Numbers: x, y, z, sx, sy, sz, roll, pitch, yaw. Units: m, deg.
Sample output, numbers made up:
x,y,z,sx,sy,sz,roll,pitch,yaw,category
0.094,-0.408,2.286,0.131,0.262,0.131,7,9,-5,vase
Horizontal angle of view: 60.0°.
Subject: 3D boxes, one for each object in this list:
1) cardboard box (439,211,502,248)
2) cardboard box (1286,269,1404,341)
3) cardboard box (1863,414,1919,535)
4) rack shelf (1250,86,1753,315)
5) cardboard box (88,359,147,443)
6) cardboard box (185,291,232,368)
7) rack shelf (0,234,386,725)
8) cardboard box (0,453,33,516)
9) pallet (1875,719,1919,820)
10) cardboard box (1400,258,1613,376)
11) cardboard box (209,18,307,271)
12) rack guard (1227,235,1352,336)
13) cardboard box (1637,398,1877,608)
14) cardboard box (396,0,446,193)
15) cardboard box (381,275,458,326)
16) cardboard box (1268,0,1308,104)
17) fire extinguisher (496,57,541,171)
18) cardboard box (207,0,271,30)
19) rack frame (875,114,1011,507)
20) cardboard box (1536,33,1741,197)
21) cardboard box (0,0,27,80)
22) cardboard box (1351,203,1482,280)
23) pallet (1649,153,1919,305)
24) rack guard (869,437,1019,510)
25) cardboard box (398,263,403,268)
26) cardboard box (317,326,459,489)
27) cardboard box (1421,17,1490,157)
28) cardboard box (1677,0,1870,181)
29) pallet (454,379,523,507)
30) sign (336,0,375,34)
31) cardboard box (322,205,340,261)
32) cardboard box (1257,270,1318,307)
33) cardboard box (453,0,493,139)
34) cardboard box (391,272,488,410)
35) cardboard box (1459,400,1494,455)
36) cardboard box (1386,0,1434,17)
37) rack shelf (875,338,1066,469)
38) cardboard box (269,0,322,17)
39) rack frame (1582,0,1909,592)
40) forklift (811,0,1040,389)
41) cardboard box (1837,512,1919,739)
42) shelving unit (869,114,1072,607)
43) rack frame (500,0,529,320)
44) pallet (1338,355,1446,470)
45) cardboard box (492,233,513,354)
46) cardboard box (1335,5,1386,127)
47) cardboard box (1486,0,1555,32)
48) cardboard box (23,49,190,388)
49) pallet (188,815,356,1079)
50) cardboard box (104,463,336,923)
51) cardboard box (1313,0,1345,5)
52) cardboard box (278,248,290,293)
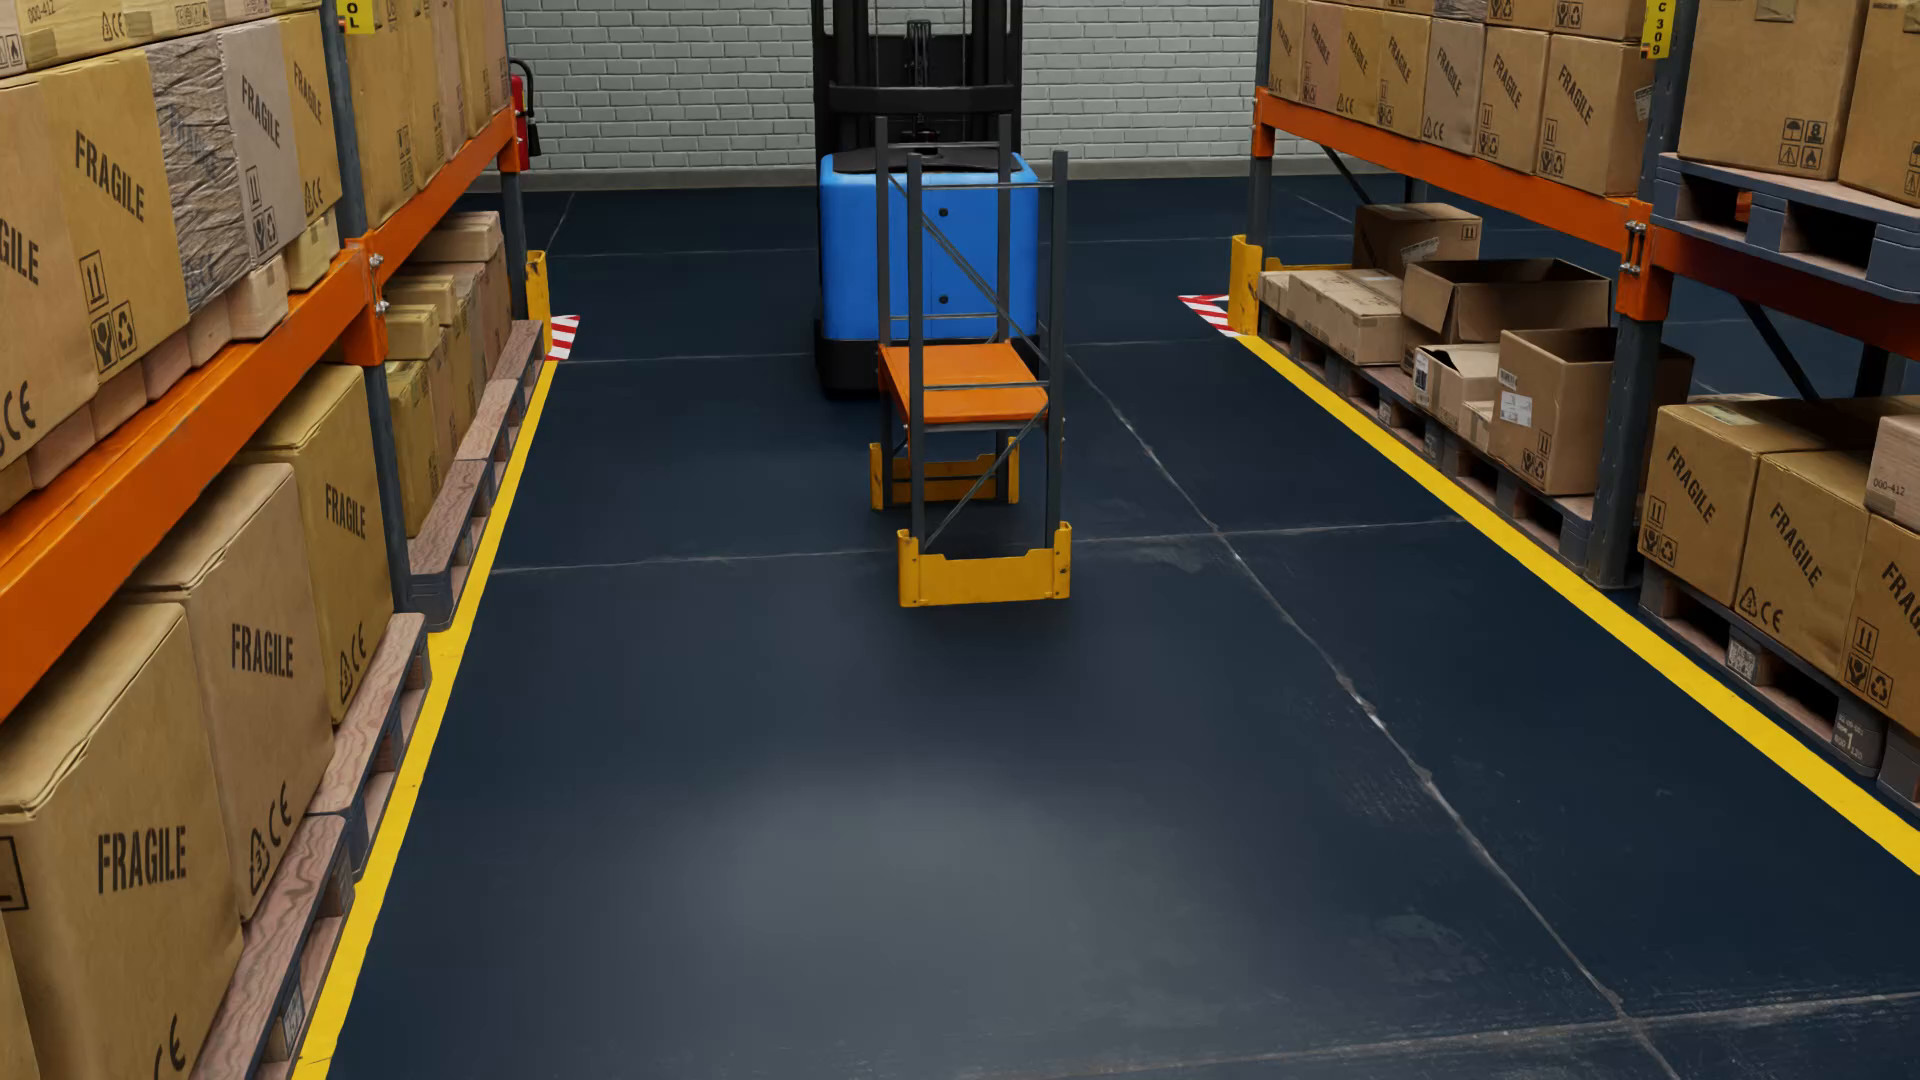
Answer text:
x,y,z,sx,sy,sz,roll,pitch,yaw,category
-2.388,-1.462,7.890,0.380,0.149,0.250,-3,21,-8,cardboard box
1.985,-1.199,8.440,0.500,0.250,0.500,-3,21,-8,cardboard box
2.664,-0.132,4.155,0.500,0.250,0.500,-3,21,-8,cardboard box
2.403,-1.627,7.314,1.077,0.370,4.000,-3,21,-8,rack shelf
-1.714,-0.275,2.995,0.380,0.149,0.250,-2,21,-6,cardboard box
-1.763,-0.455,3.477,0.380,0.149,0.250,-3,21,-8,cardboard box
-1.922,0.009,2.933,1.077,0.370,4.000,-3,21,-8,rack shelf
-1.665,-0.097,2.519,0.380,0.149,0.250,-3,21,-7,cardboard box
3.025,0.738,3.939,1.003,0.211,1.213,-3,21,-8,pallet
2.416,-0.959,7.435,0.797,0.503,0.637,-3,21,-8,cardboard box
-1.811,-0.893,3.723,0.500,0.500,0.500,-3,21,-7,cardboard box
2.126,-1.459,9.409,1.175,0.500,0.348,-3,21,-8,rack guard
2.520,-0.127,5.213,0.500,0.500,0.500,-4,21,-10,cardboard box
-2.372,-1.603,5.791,0.980,0.700,0.700,-3,21,-9,cardboard box
-2.160,-0.923,6.445,0.380,0.149,0.250,-4,21,-9,cardboard box
1.918,-2.537,8.577,0.500,0.500,0.500,-2,21,-7,cardboard box
-2.352,-2.270,8.650,0.296,0.674,0.183,-3,21,-8,fire extinguisher
-1.825,-1.241,3.584,0.500,0.250,0.500,-2,21,-7,cardboard box
-0.061,-0.849,6.346,0.500,1.500,0.032,-3,21,-8,rack frame
2.366,-1.479,5.745,0.500,0.500,0.500,-3,21,-7,cardboard box
-1.598,-0.712,2.166,0.500,0.250,0.500,-3,21,-7,cardboard box
2.437,-1.516,8.932,0.500,0.500,0.500,-3,21,-8,cardboard box
2.699,-0.900,4.612,1.003,0.211,1.213,-3,21,-8,pallet
-0.061,-0.263,6.563,0.587,0.250,0.087,-3,21,-8,rack guard
-2.693,-1.269,7.372,0.380,0.149,0.250,-3,21,-7,cardboard box
-2.285,-0.484,6.199,0.700,0.500,0.500,-3,21,-8,cardboard box
2.214,-1.835,6.699,0.500,0.500,0.500,-2,21,-7,cardboard box
2.538,-1.340,4.774,0.700,0.500,0.500,-10,23,-26,cardboard box
-2.421,-0.405,6.998,1.003,0.211,1.213,-3,21,-8,pallet
-1.674,-1.557,4.555,0.100,0.325,0.005,-3,21,-8,sign
-1.881,-0.809,4.427,0.380,0.149,0.250,-3,21,-7,cardboard box
1.835,-1.365,9.029,0.380,0.149,0.250,-3,21,-8,cardboard box
-2.587,-2.119,7.173,0.980,0.700,0.700,-3,21,-8,cardboard box
-2.441,-0.847,7.168,0.700,0.500,0.500,-4,21,-10,cardboard box
2.215,-0.452,6.585,0.380,0.149,0.250,-3,21,-8,cardboard box
2.142,-2.475,6.984,0.500,0.500,0.500,-3,21,-8,cardboard box
0.012,-0.505,5.938,0.538,0.185,1.000,-3,21,-8,rack shelf
-1.889,-1.419,4.059,0.500,0.250,0.500,-2,21,-6,cardboard box
2.692,-1.272,5.334,1.000,3.000,0.127,-3,21,-8,rack frame
-0.240,-2.563,8.890,1.130,2.935,3.031,-1,21,-4,forklift
2.673,0.231,4.256,0.500,0.500,0.500,-3,21,-7,cardboard box
0.011,-0.676,5.883,0.587,1.500,1.083,-3,21,-8,shelving unit
-2.786,-2.405,8.370,1.000,3.000,0.127,-3,21,-8,rack frame
2.414,-0.626,7.592,1.003,0.211,1.213,-3,21,-8,pallet
-2.587,-1.194,8.098,0.700,0.500,0.500,-3,21,-8,cardboard box
2.067,-2.184,7.634,0.500,0.500,0.500,-3,21,-8,cardboard box
2.286,-2.126,6.050,0.500,0.500,0.500,-3,21,-9,cardboard box
-1.670,-0.546,2.794,0.500,0.500,0.500,-2,21,-6,cardboard box
-1.845,0.972,3.311,1.003,0.211,1.213,-3,21,-8,pallet
-1.856,0.316,3.556,0.750,0.750,0.750,-2,21,-6,cardboard box
2.001,-2.824,7.919,0.500,0.500,0.500,-3,21,-7,cardboard box
-1.829,-0.631,3.950,0.380,0.149,0.250,-2,21,-6,cardboard box
